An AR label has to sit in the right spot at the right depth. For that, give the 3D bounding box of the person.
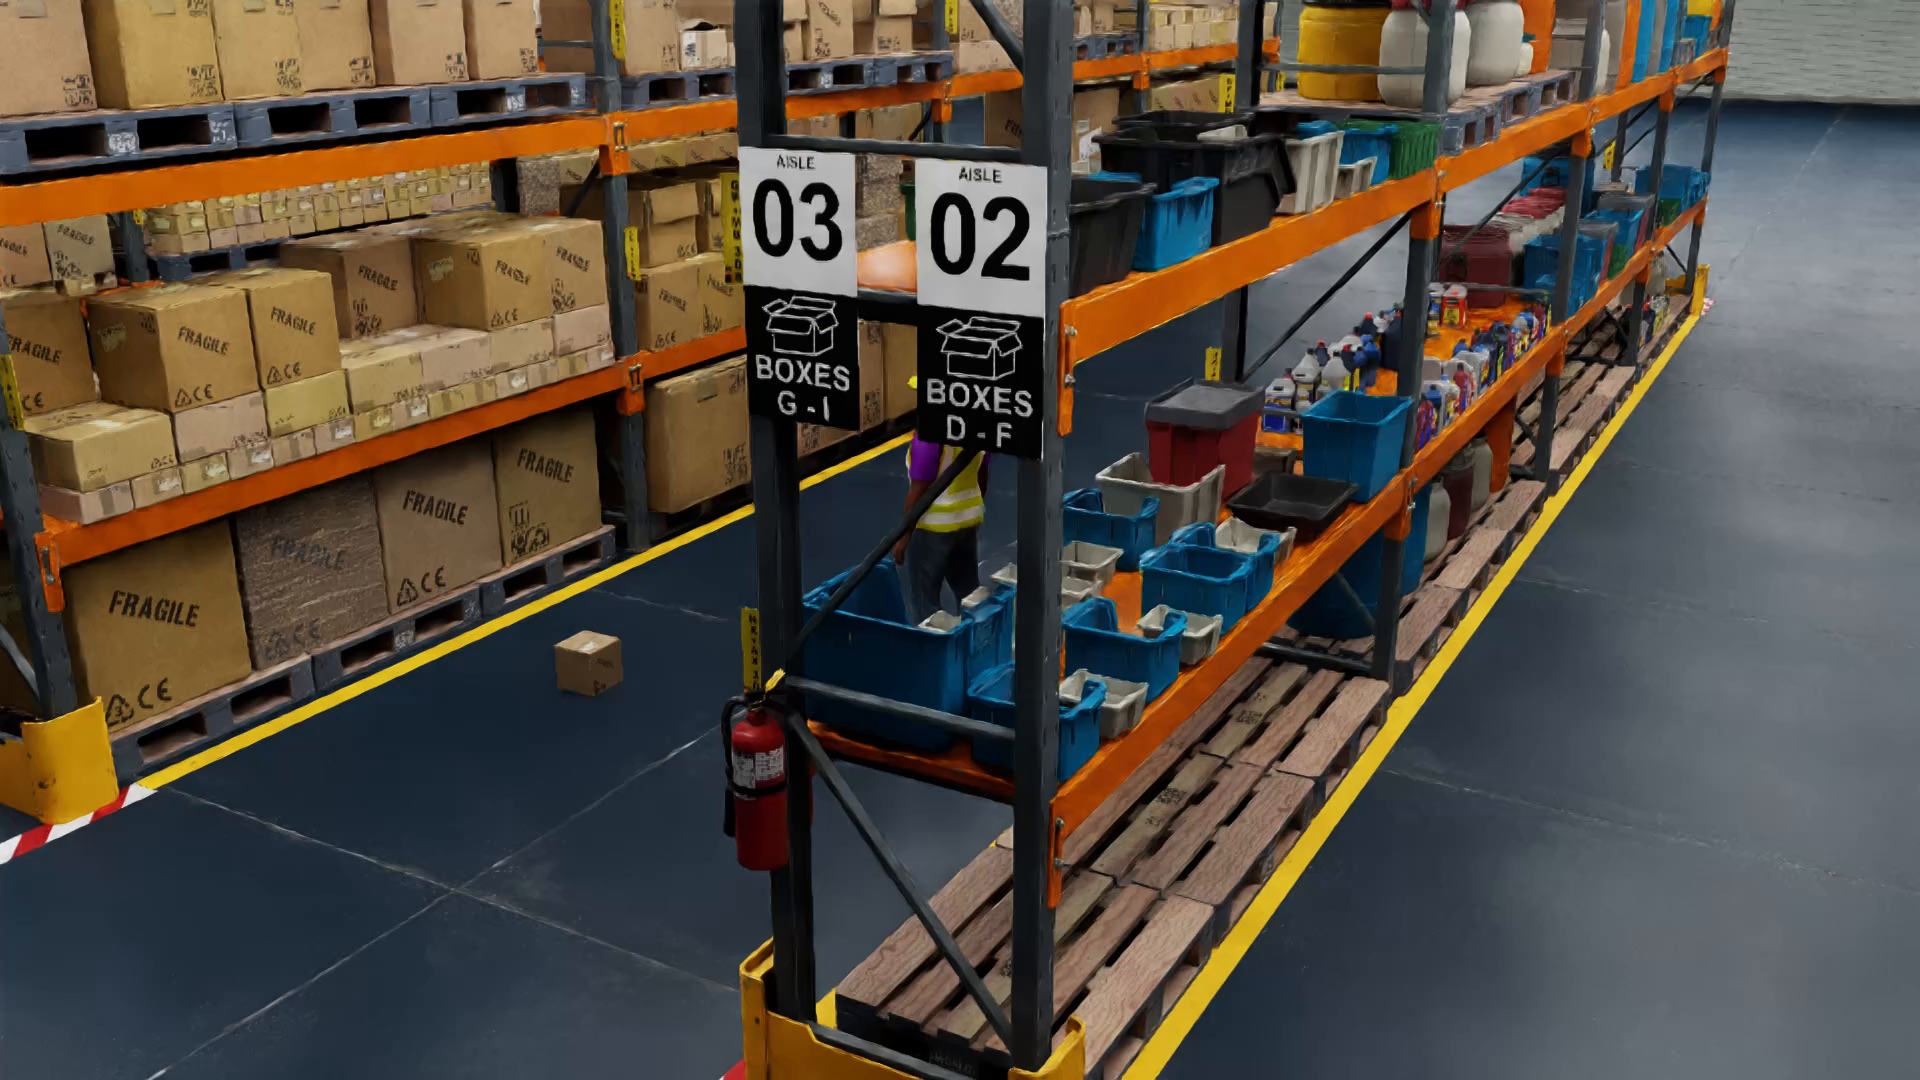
[{"bbox_3d":[-0.084,-0.104,8.664,0.357,1.704,0.637,17,26,40],"label":"person"}]
